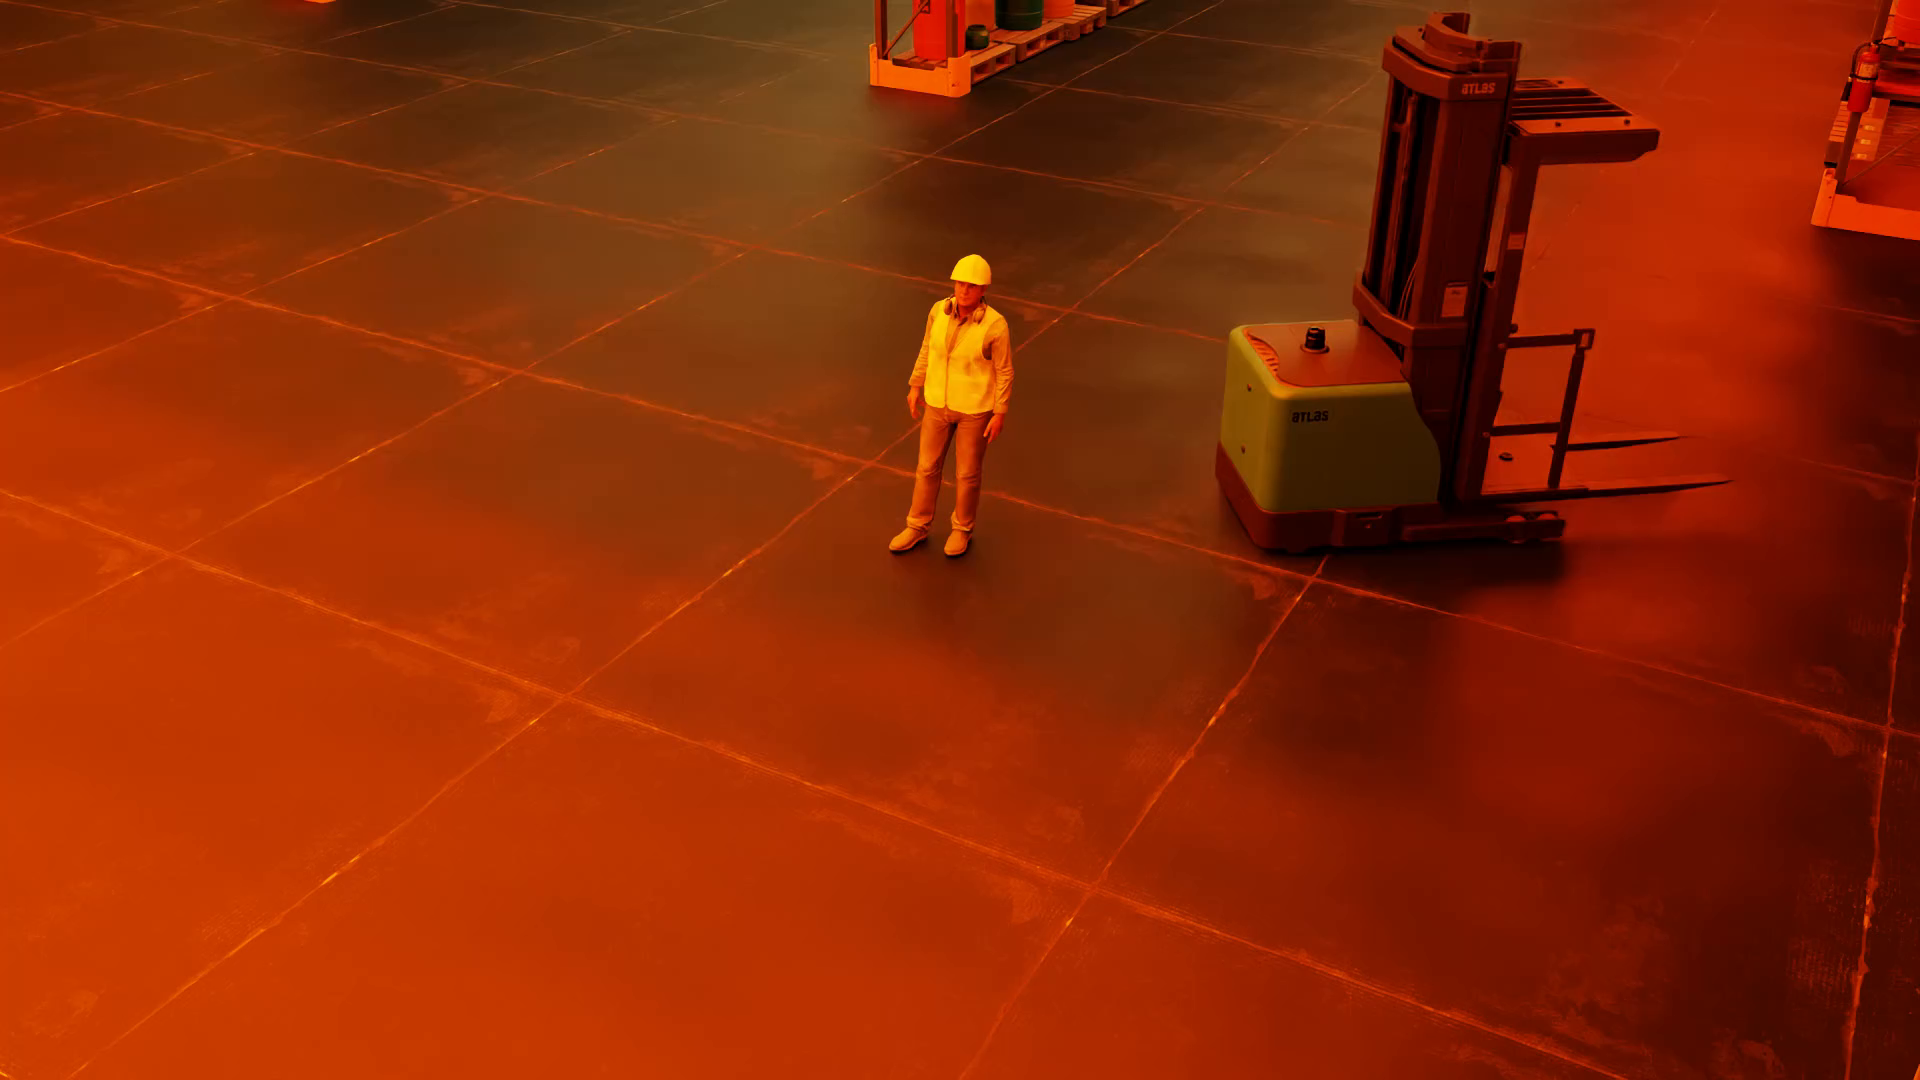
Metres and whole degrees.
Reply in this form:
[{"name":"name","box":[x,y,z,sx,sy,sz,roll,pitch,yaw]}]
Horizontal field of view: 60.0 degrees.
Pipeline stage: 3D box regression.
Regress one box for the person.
[{"name":"person","box":[-0.037,-0.749,9.511,0.634,1.775,0.566,15,33,25]}]

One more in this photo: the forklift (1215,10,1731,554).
[{"name":"forklift","box":[3.181,-1.506,9.680,3.031,2.935,1.130,-4,30,-7]}]
